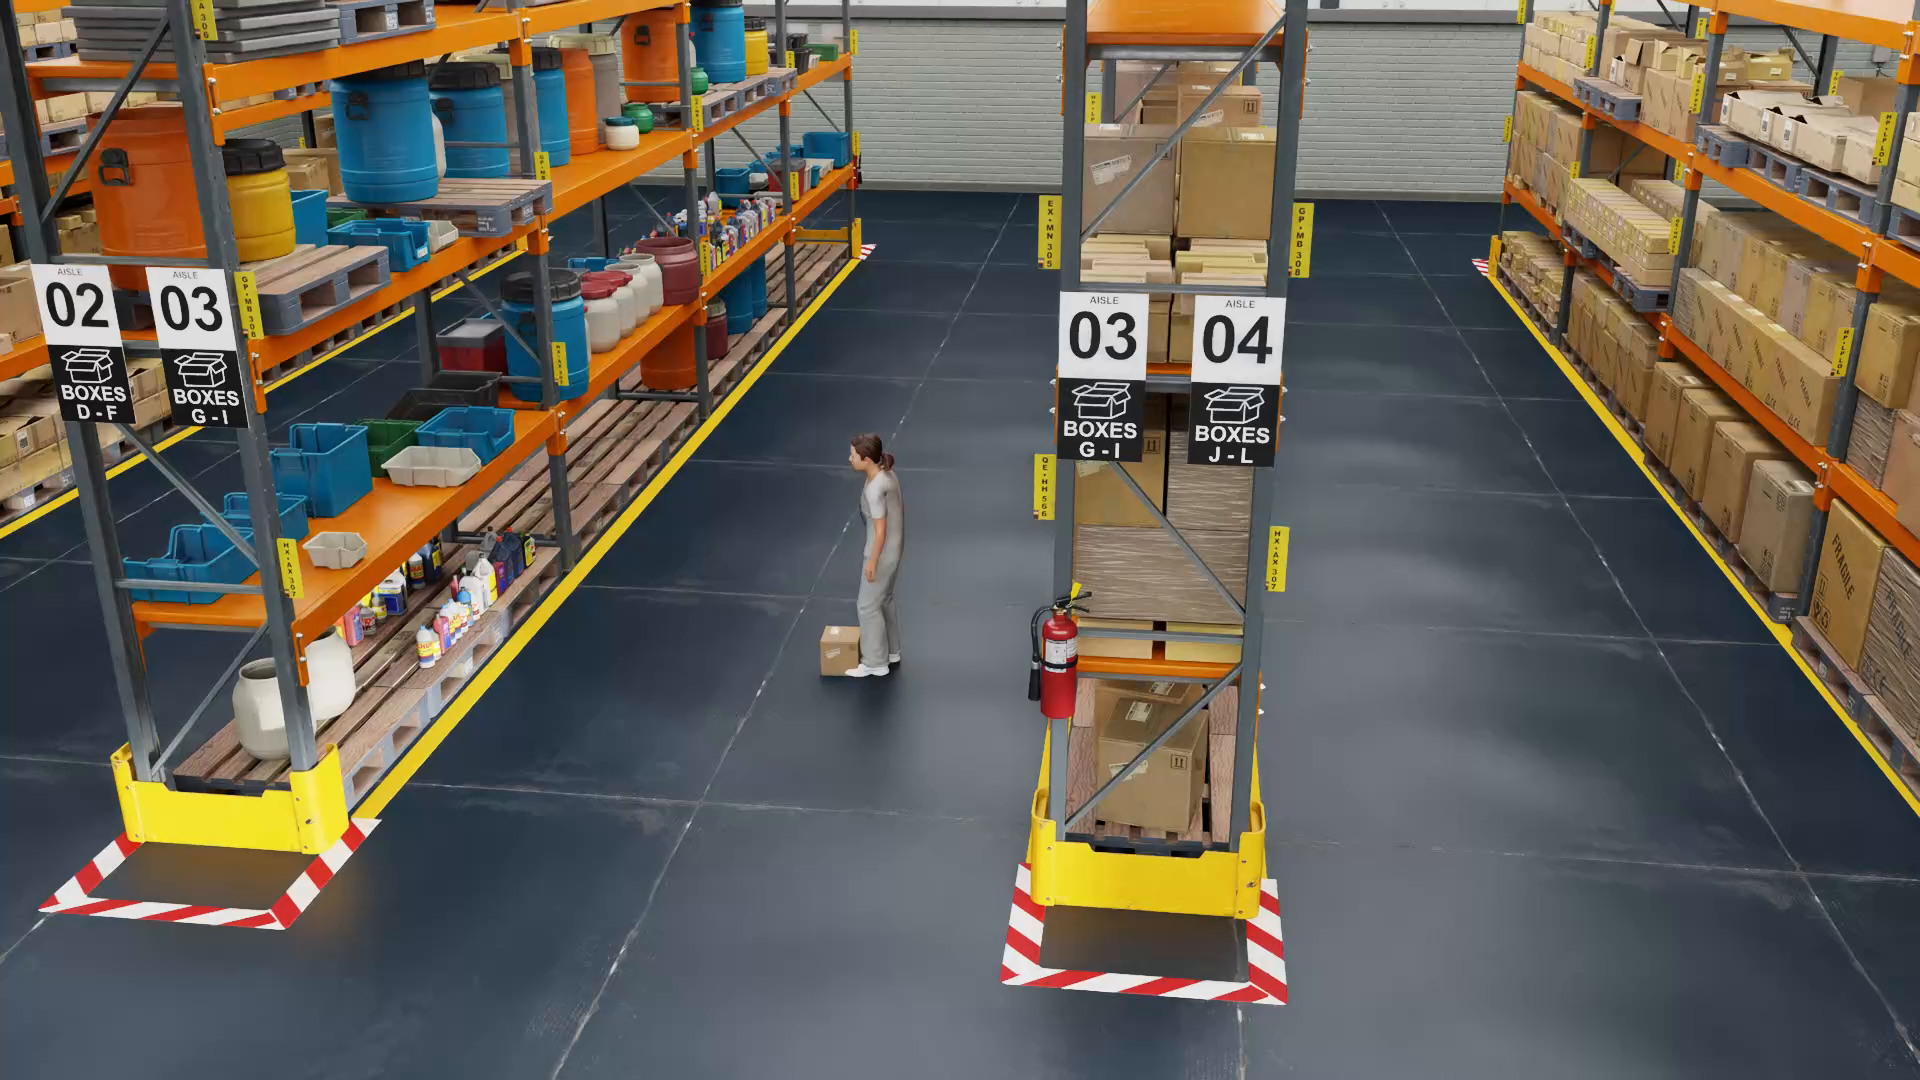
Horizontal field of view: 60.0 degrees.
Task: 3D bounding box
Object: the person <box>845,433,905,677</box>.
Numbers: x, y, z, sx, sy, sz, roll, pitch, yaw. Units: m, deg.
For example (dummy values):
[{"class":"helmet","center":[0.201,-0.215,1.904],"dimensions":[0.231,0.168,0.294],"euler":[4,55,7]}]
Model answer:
[{"class":"person","center":[-0.568,0.088,10.862],"dimensions":[0.417,1.671,0.510],"euler":[1,21,3]}]
